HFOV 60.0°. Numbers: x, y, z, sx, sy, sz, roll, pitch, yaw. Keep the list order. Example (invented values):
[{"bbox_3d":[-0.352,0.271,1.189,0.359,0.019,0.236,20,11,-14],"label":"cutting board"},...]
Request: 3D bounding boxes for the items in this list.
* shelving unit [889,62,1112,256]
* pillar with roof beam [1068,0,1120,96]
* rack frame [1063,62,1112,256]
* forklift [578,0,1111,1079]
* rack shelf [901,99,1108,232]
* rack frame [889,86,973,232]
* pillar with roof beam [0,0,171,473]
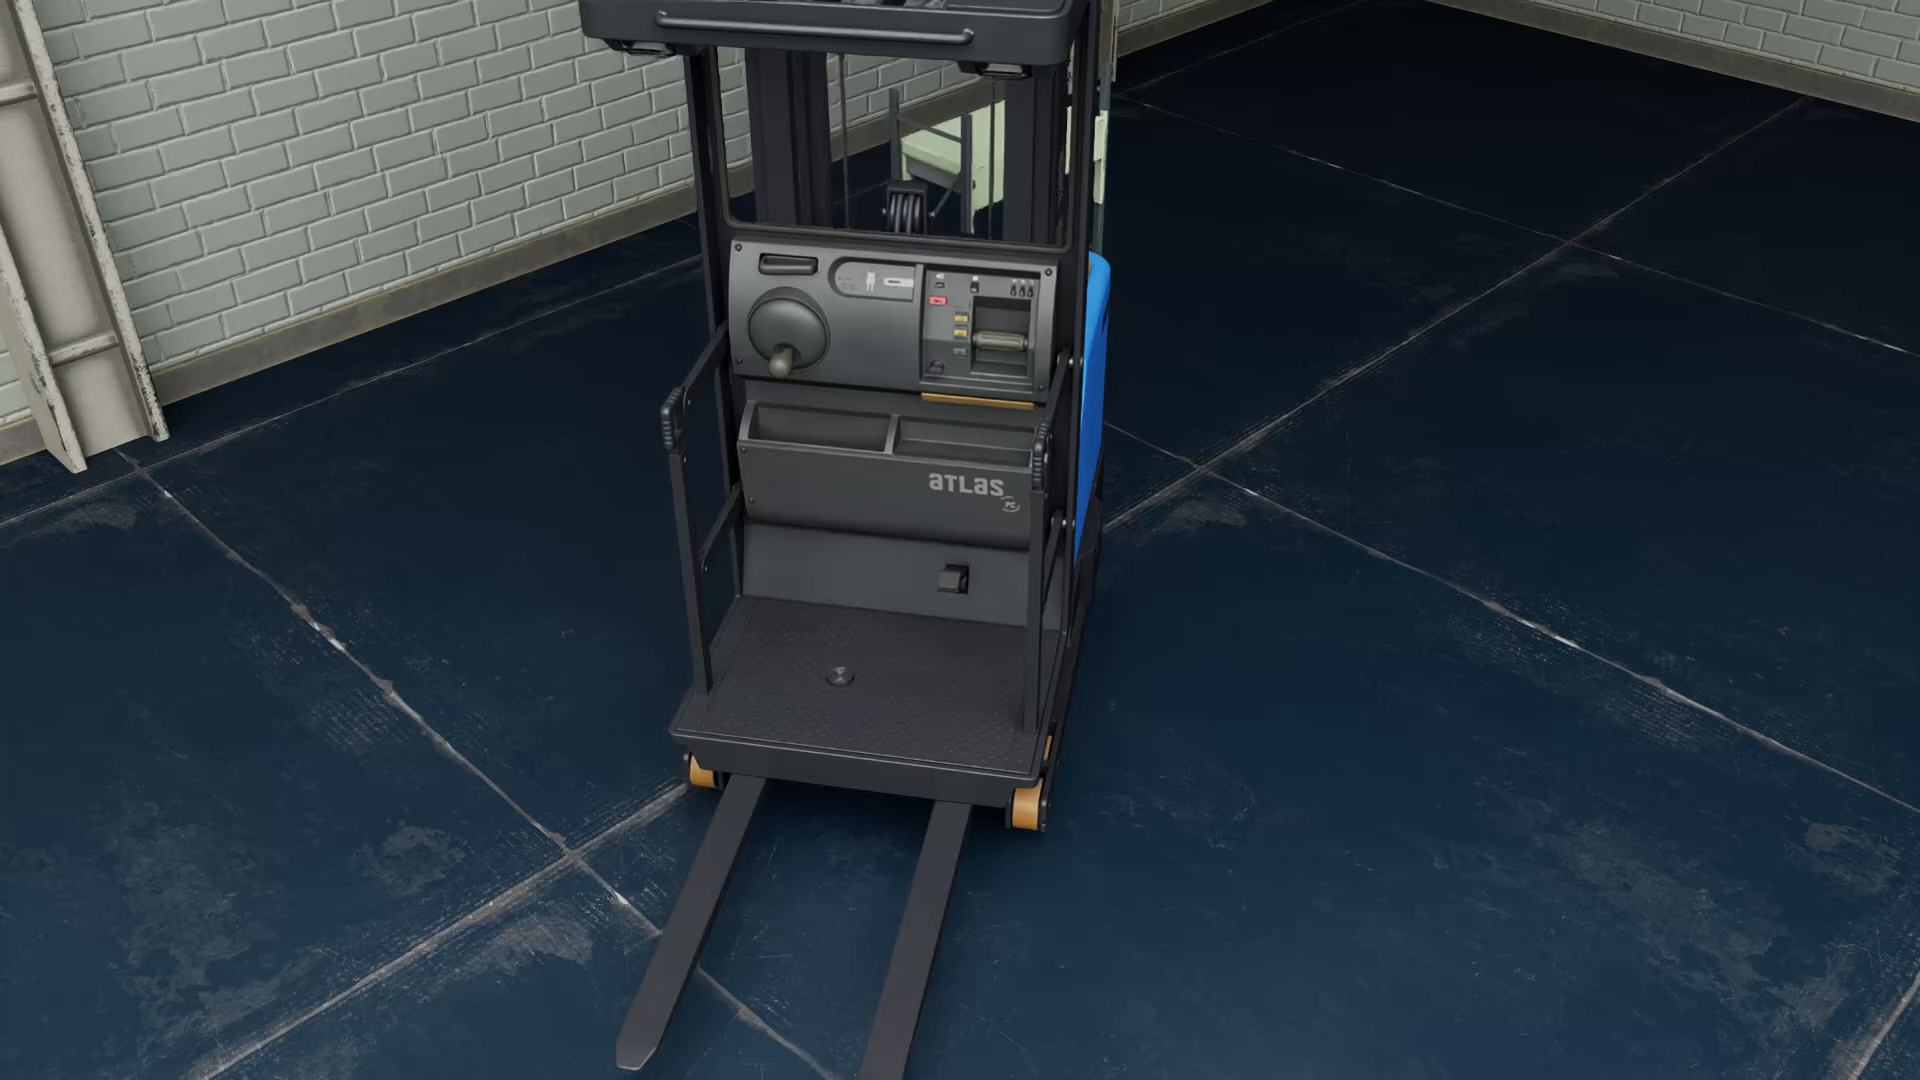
[{"bbox_3d":[0.155,-1.077,6.484,0.755,1.500,0.431,-30,45,-35],"label":"shelving unit"},{"bbox_3d":[3.780,-4.798,5.263,9.100,9.000,0.400,30,45,35],"label":"pillar with roof beam"},{"bbox_3d":[0.415,-1.225,6.695,0.023,1.500,0.400,-30,45,-35],"label":"rack frame"},{"bbox_3d":[-0.232,-0.559,4.490,1.130,2.935,3.031,6,35,9],"label":"forklift"},{"bbox_3d":[0.155,-1.398,6.261,0.720,0.370,0.431,-30,45,-35],"label":"rack shelf"},{"bbox_3d":[-0.105,-0.930,6.272,0.023,1.500,0.400,-30,45,-35],"label":"rack frame"},{"bbox_3d":[-0.447,-2.362,1.770,9.100,9.000,0.400,30,45,35],"label":"pillar with roof beam"}]
